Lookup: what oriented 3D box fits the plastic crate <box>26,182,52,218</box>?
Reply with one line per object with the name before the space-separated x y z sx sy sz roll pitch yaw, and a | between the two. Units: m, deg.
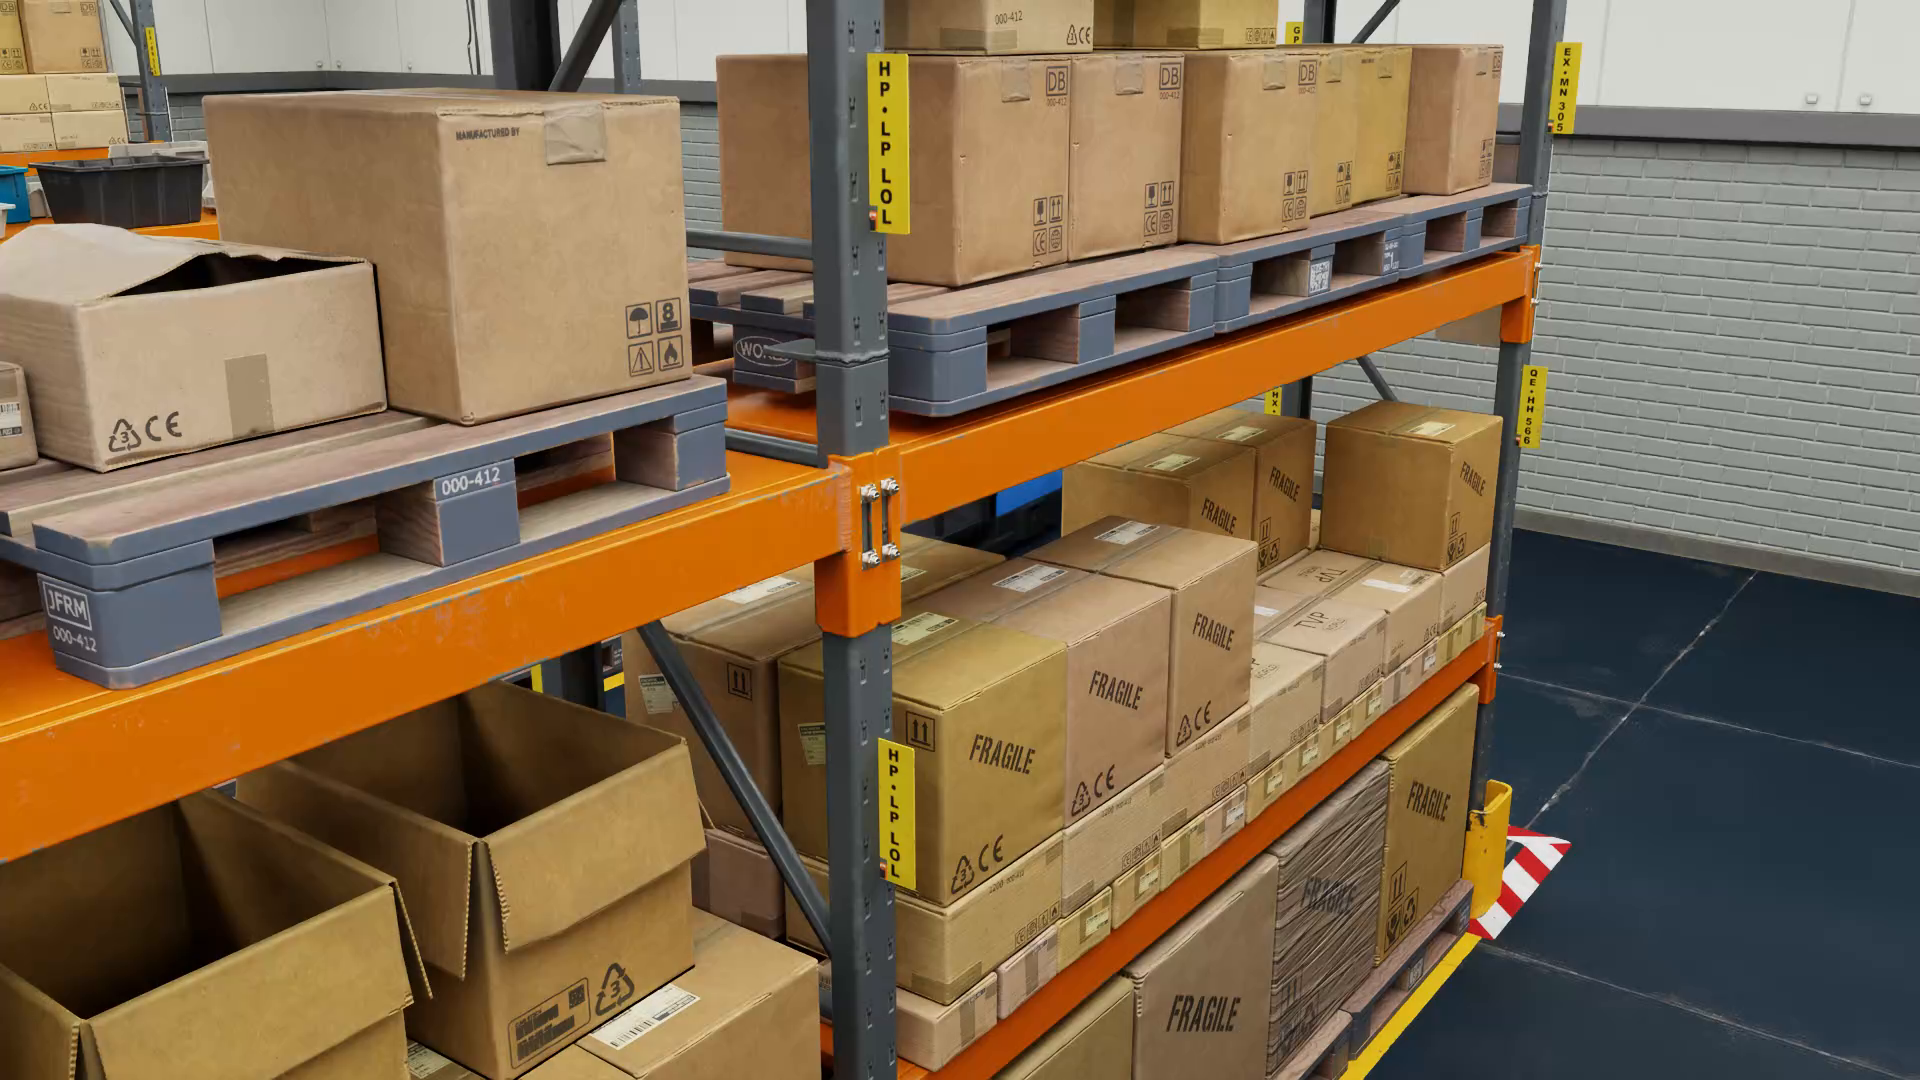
plastic crate | -4.103 -1.552 7.571 0.293 0.136 0.466 12 21 35

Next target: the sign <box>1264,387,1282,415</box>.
sign | 1.364 -0.504 7.215 0.100 0.325 0.005 12 21 35

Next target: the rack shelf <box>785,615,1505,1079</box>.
rack shelf | 0.614 0.867 5.607 1.077 0.370 4.000 12 21 35

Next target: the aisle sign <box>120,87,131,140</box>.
aisle sign | -6.343 -3.014 12.508 0.394 0.787 0.004 12 21 35

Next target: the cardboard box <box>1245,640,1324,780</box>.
cardboard box | 0.818 0.506 5.309 0.500 0.250 0.500 12 21 35

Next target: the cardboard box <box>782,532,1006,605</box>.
cardboard box | -0.216 0.296 4.720 0.500 0.500 0.500 13 21 35

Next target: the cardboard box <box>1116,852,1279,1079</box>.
cardboard box | 0.416 1.456 5.370 0.875 0.875 0.875 12 21 35

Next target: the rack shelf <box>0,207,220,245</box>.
rack shelf | -3.363 -1.441 7.981 1.077 0.370 4.000 12 21 35

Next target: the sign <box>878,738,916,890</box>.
sign | -0.136 0.578 3.505 0.100 0.325 0.005 12 21 35

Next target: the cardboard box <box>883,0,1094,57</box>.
cardboard box | -0.012 -1.310 4.036 0.500 0.250 0.500 11 20 31

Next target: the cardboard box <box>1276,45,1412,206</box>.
cardboard box | 1.107 -1.436 5.706 0.700 0.500 0.500 12 21 33

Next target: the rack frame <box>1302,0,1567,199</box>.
rack frame | 1.806 -2.818 6.145 1.000 3.000 0.127 12 21 35

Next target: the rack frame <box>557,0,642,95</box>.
rack frame | -2.172 -3.693 8.963 1.000 3.000 0.127 12 21 35

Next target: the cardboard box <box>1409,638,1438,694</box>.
cardboard box | 1.554 0.432 6.218 0.380 0.149 0.250 12 21 35

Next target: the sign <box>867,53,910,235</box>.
sign | -0.136 -0.736 3.097 0.100 0.325 0.005 12 21 35

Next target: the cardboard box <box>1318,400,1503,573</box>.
cardboard box | 1.727 -0.219 6.378 0.500 0.500 0.500 13 21 35

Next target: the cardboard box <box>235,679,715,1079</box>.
cardboard box | -0.951 0.626 3.309 0.797 0.503 0.637 12 21 33

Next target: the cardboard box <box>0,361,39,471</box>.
cardboard box | -1.585 -0.185 2.440 0.380 0.149 0.250 11 21 32

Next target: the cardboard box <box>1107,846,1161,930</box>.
cardboard box | 0.334 0.920 4.648 0.380 0.149 0.250 12 21 33

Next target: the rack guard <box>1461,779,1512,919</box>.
rack guard | 1.820 1.235 7.424 1.175 0.500 0.348 12 21 35

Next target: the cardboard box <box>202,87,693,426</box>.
cardboard box | -0.915 -0.541 2.994 0.700 0.500 0.500 13 22 36

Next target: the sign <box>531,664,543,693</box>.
sign | -1.024 0.451 4.141 0.100 0.325 0.005 12 21 35

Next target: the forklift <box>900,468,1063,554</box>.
forklift | -0.412 -1.232 11.269 1.130 2.935 3.031 11 20 31

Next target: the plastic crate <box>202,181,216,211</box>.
plastic crate | -3.204 -1.599 7.721 0.437 0.136 0.530 12 21 35

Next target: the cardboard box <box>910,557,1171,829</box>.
cardboard box | 0.213 0.386 4.429 0.500 0.500 0.500 12 21 35

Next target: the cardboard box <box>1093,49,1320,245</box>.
cardboard box | 0.590 -1.153 4.794 0.700 0.500 0.500 14 22 37

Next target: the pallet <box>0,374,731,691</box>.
pallet | -1.084 -0.114 2.819 0.805 0.209 1.217 11 21 33

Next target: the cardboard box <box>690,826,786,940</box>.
cardboard box | -0.525 0.778 4.433 0.500 0.250 0.500 12 21 34

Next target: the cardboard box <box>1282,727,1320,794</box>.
cardboard box | 0.947 0.674 5.439 0.380 0.149 0.250 13 21 36

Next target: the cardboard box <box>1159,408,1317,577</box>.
cardboard box | 1.005 -0.196 6.304 0.500 0.500 0.500 12 21 33

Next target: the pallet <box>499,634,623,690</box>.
pallet | -2.694 0.693 9.656 1.003 0.211 1.213 12 21 35

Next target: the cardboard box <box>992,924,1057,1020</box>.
cardboard box | 0.023 1.045 4.243 0.380 0.149 0.250 12 21 33

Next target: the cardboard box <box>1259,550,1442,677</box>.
cardboard box | 1.428 0.260 6.101 0.500 0.250 0.500 12 21 34

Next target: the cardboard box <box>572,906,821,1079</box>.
cardboard box | -0.637 1.112 3.438 0.500 0.500 0.500 12 21 35

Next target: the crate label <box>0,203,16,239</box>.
crate label | -4.031 -1.248 6.590 0.293 0.136 0.466 12 21 35

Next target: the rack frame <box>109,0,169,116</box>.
rack frame | -6.148 -4.569 11.785 1.000 3.000 0.127 12 21 35

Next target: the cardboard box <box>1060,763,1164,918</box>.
cardboard box | 0.213 0.746 4.535 0.500 0.250 0.500 12 21 34

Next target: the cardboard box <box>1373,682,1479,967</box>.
cardboard box | 1.489 1.028 6.751 0.875 0.875 0.875 12 21 35

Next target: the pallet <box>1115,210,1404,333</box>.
pallet | 0.646 -0.873 5.088 1.003 0.211 1.213 12 21 35

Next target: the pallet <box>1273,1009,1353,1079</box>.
pallet | 0.665 1.872 5.859 1.003 0.211 1.213 12 21 35

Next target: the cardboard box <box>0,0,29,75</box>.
cardboard box | -6.806 -3.433 11.328 0.700 0.500 0.500 12 21 35

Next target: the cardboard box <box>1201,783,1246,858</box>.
cardboard box | 0.638 0.799 5.036 0.380 0.149 0.250 13 21 35

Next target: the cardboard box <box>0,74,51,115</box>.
cardboard box | -6.547 -3.017 11.255 0.500 0.250 0.500 12 21 35

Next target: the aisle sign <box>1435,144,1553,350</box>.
aisle sign | 2.090 -1.159 6.534 0.394 0.787 0.004 12 21 35

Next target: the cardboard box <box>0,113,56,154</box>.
cardboard box | -6.549 -2.779 11.331 0.500 0.250 0.500 12 21 35

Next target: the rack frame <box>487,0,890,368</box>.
rack frame | -0.577 -1.865 3.077 1.000 3.000 0.127 12 21 35

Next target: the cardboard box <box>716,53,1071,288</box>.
cardboard box | -0.159 -0.926 4.064 0.700 0.500 0.500 11 20 31

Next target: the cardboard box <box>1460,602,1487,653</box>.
cardboard box | 1.858 0.310 6.611 0.380 0.149 0.250 13 21 36

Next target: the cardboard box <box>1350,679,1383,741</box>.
cardboard box | 1.251 0.553 5.827 0.380 0.149 0.250 12 21 33

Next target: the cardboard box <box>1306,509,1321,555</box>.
cardboard box | 1.303 0.043 6.798 0.500 0.250 0.500 12 21 33
